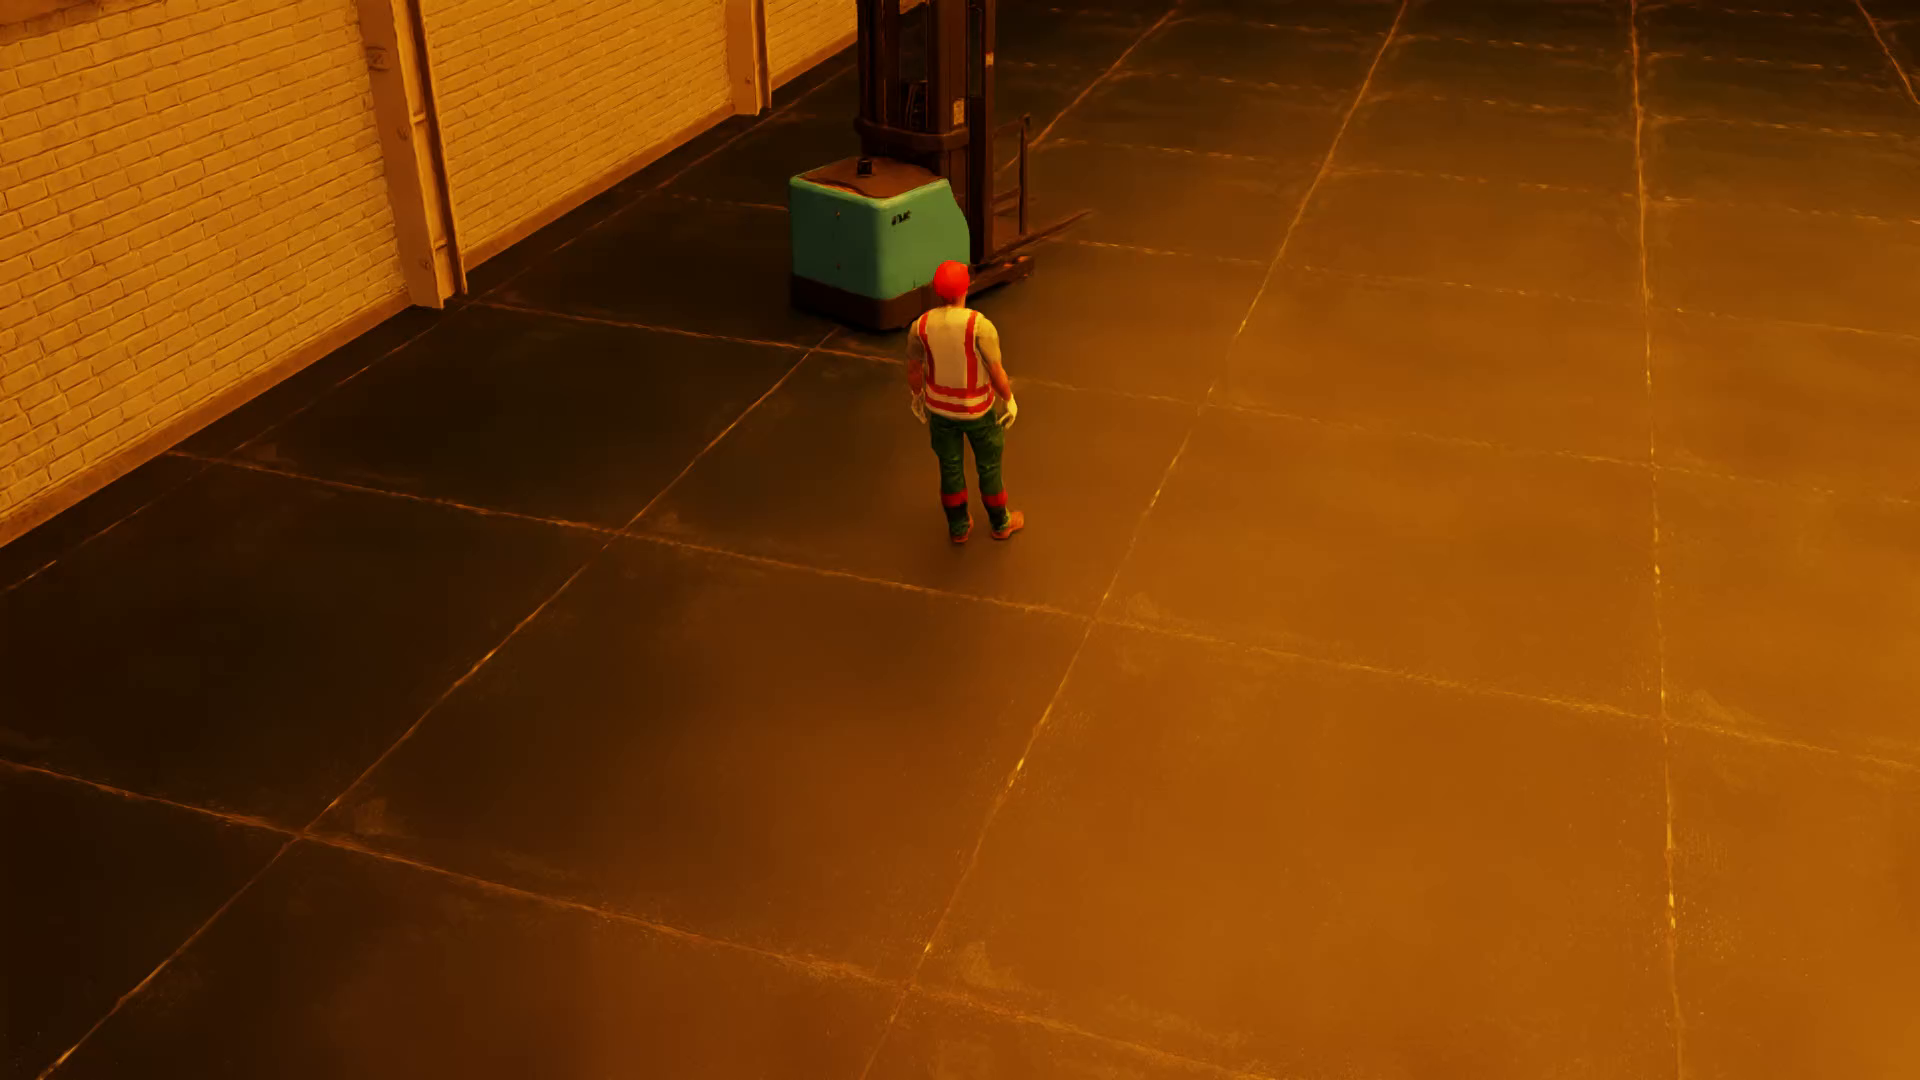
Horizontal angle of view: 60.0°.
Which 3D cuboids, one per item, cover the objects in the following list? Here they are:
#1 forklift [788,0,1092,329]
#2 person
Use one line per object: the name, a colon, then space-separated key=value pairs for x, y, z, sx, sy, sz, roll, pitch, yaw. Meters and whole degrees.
forklift: x=-0.031 y=-3.554 z=13.372 sx=1.130 sy=2.935 sz=3.031 roll=22 pitch=36 yaw=33
person: x=0.037 y=-0.819 z=9.713 sx=0.637 sy=1.787 sz=0.563 roll=10 pitch=31 yaw=16
